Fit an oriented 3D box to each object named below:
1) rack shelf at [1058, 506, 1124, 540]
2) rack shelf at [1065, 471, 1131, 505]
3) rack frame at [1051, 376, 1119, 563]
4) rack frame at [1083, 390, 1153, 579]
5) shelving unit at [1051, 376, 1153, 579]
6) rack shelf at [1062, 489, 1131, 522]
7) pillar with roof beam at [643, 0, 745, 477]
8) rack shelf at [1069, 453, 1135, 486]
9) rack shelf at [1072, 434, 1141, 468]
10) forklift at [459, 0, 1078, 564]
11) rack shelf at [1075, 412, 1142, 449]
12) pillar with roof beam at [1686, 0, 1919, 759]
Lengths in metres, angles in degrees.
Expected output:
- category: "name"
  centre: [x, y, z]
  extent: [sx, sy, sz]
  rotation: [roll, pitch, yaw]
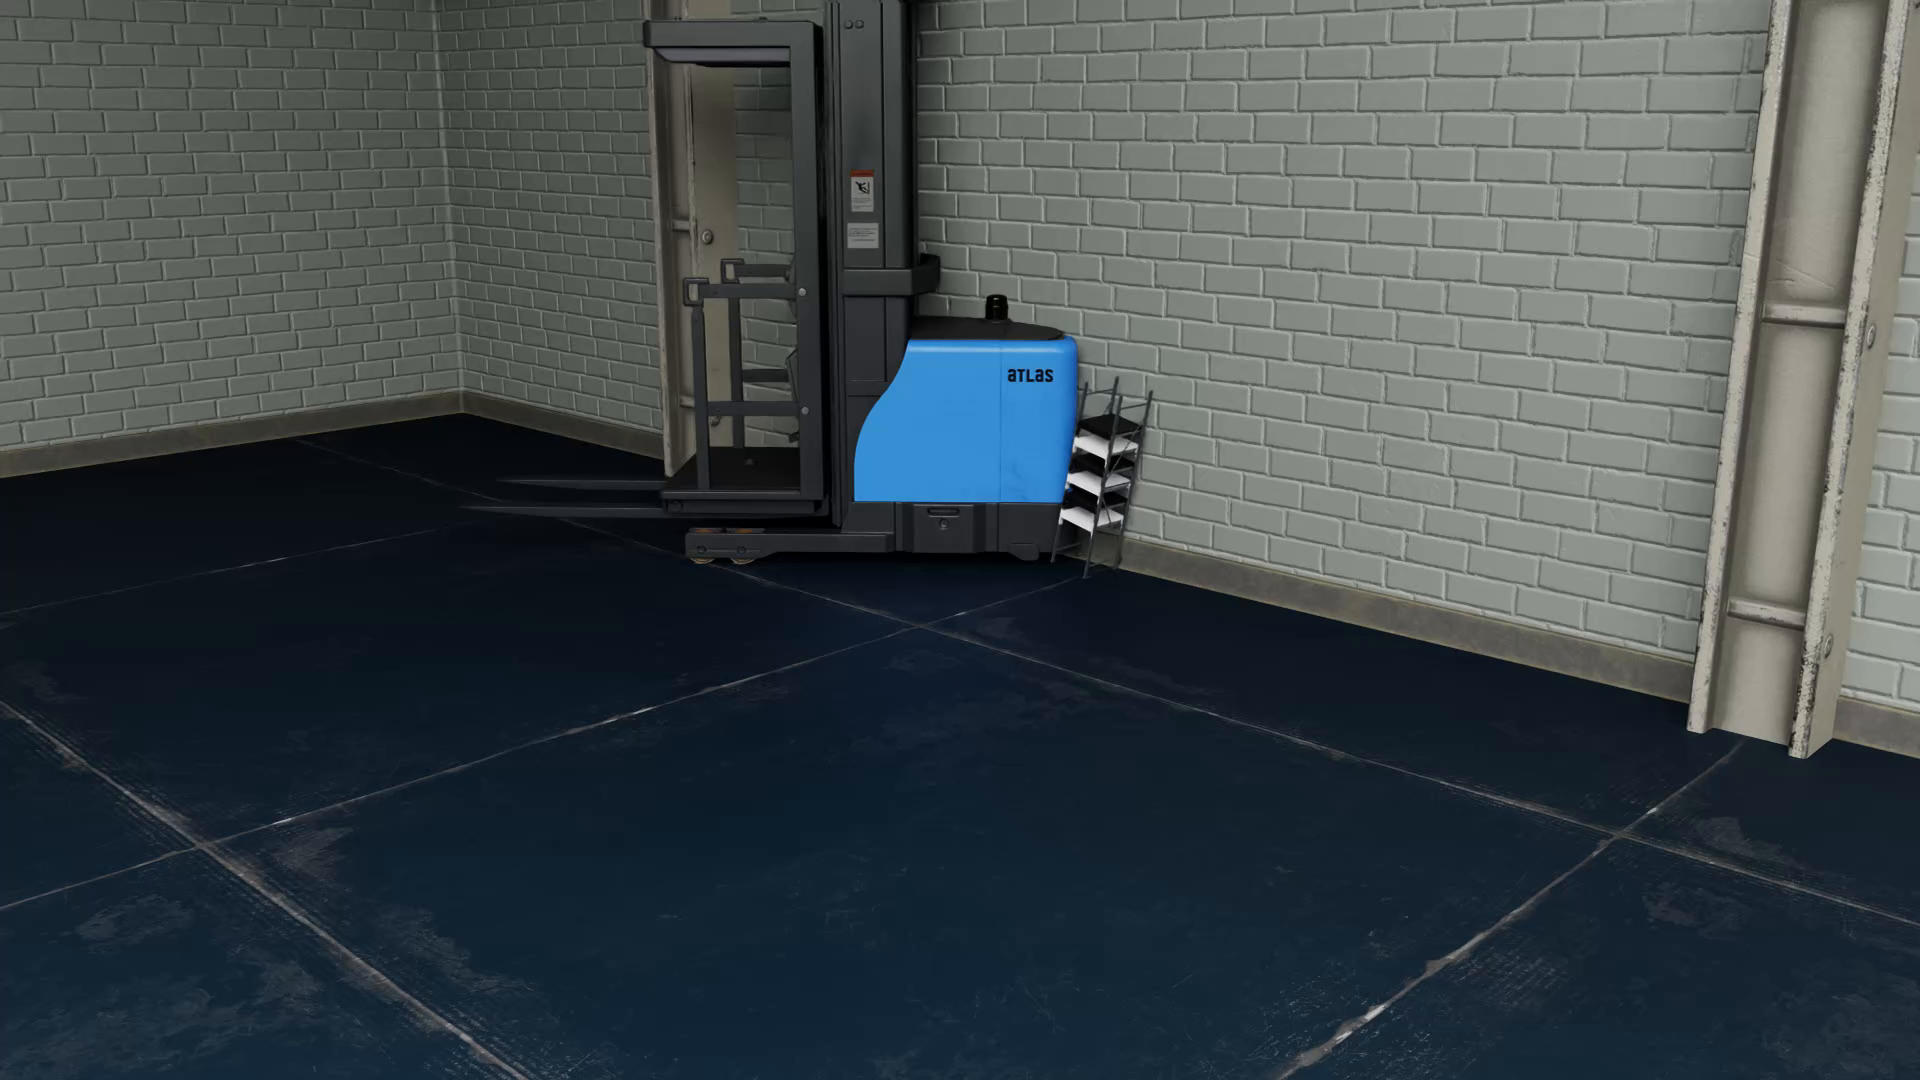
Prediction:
- category: "rack shelf"
  centre: [0.621, -0.092, 7.777]
  extent: [0.200, 0.077, 0.258]
  rotation: [28, 29, 37]
- category: "rack shelf"
  centre: [0.648, -0.256, 7.708]
  extent: [0.200, 0.077, 0.258]
  rotation: [28, 29, 37]
- category: "rack frame"
  centre: [0.581, -0.324, 7.756]
  extent: [0.006, 0.900, 0.240]
  rotation: [28, 29, 37]
- category: "rack frame"
  centre: [0.724, -0.248, 7.633]
  extent: [0.006, 0.900, 0.240]
  rotation: [28, 29, 37]
- category: "shelving unit"
  centre: [0.653, -0.286, 7.695]
  extent: [0.210, 0.900, 0.258]
  rotation: [28, 29, 37]
- category: "rack shelf"
  centre: [0.634, -0.174, 7.743]
  extent: [0.200, 0.077, 0.258]
  rotation: [28, 29, 37]
- category: "pillar with roof beam"
  centre: [-4.498, -3.948, 5.736]
  extent: [0.400, 9.000, 9.100]
  rotation: [14, 20, 42]
- category: "rack shelf"
  centre: [0.661, -0.338, 7.673]
  extent: [0.200, 0.077, 0.258]
  rotation: [28, 29, 37]
- category: "rack shelf"
  centre: [0.675, -0.420, 7.638]
  extent: [0.200, 0.077, 0.258]
  rotation: [28, 29, 37]
- category: "forklift"
  centre: [-0.936, -1.434, 8.121]
  extent: [3.031, 2.935, 1.130]
  rotation: [1, 15, 2]
- category: "rack shelf"
  centre: [0.688, -0.502, 7.603]
  extent: [0.200, 0.077, 0.258]
  rotation: [28, 29, 37]
- category: "pillar with roof beam"
  centre: [-0.179, -2.898, 1.706]
  extent: [0.400, 9.000, 9.100]
  rotation: [14, 20, 42]
